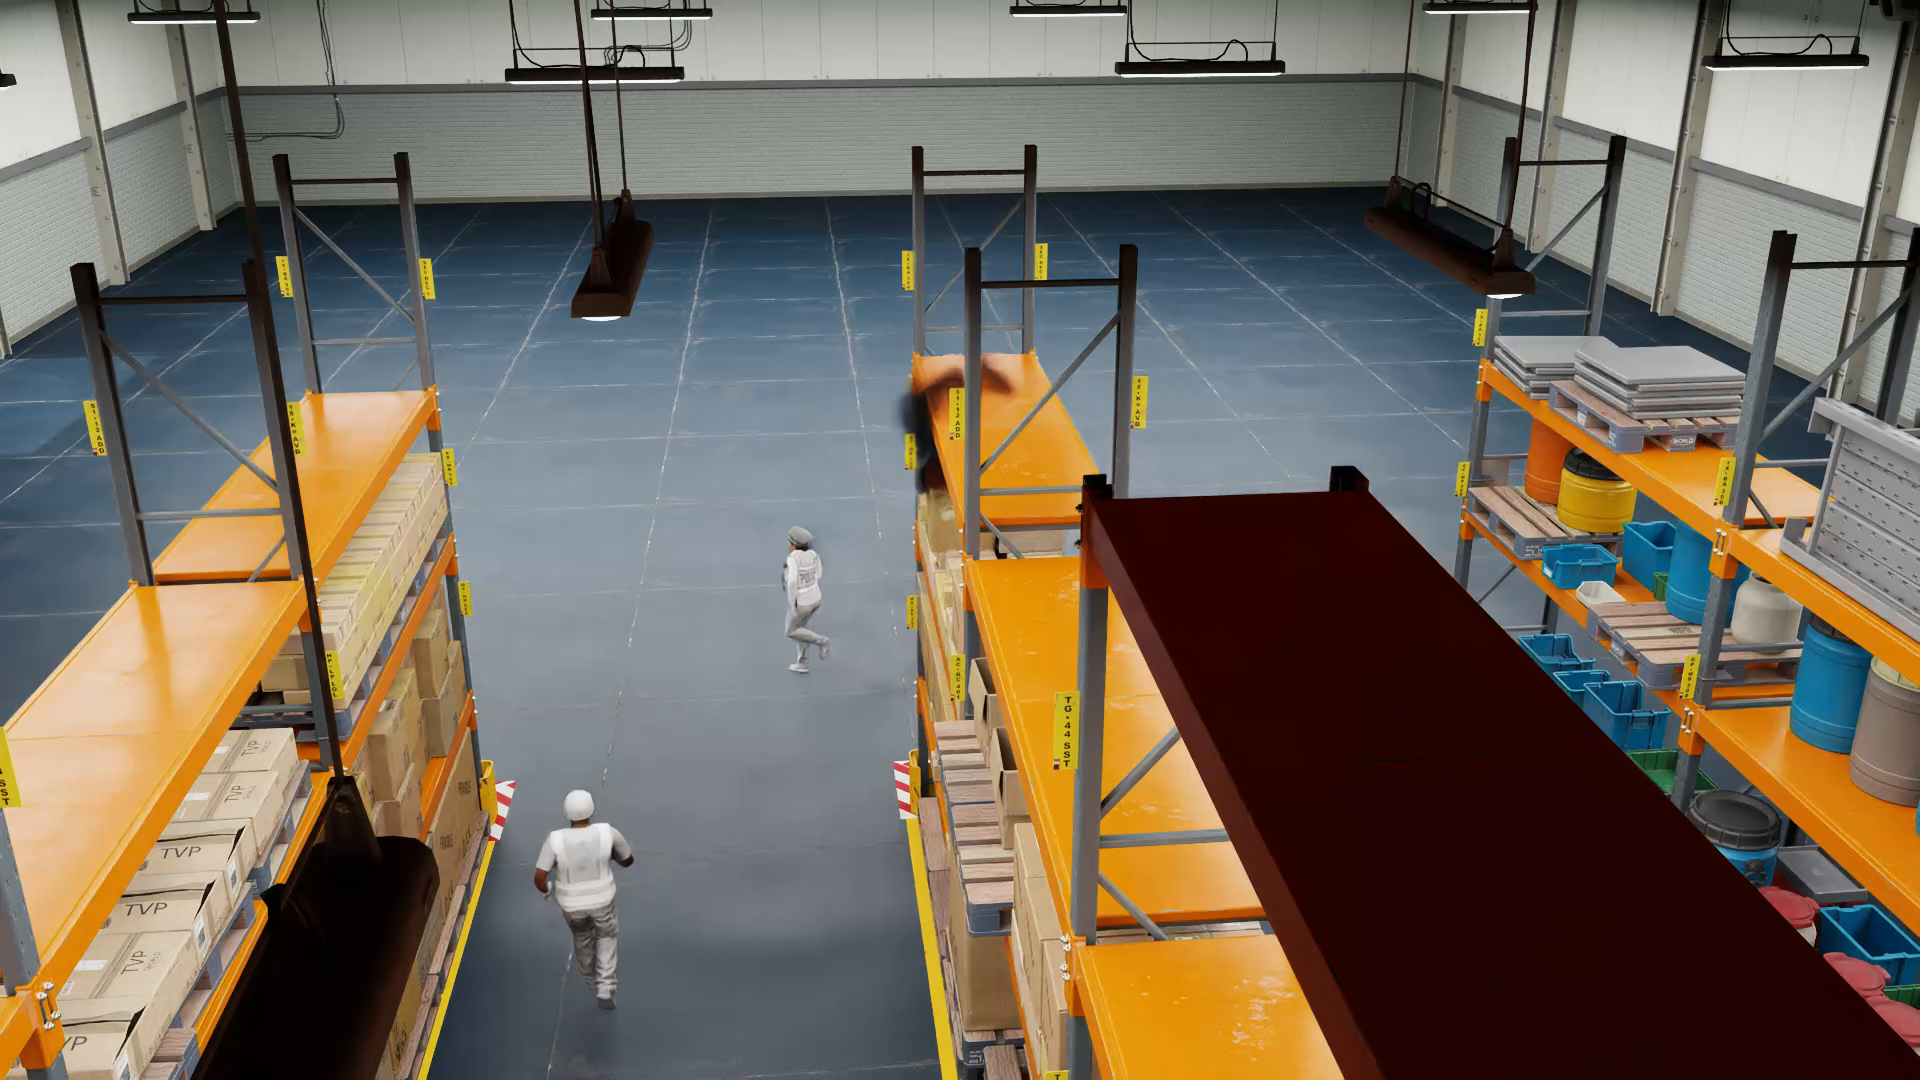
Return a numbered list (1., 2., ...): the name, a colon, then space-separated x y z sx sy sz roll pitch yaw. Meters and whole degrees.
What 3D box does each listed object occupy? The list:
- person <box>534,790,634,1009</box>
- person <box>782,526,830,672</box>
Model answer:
1. person: -2.696 2.607 12.048 0.699 1.759 0.847 -5 22 -12
2. person: -1.657 0.669 17.786 0.654 1.648 0.628 13 25 30
